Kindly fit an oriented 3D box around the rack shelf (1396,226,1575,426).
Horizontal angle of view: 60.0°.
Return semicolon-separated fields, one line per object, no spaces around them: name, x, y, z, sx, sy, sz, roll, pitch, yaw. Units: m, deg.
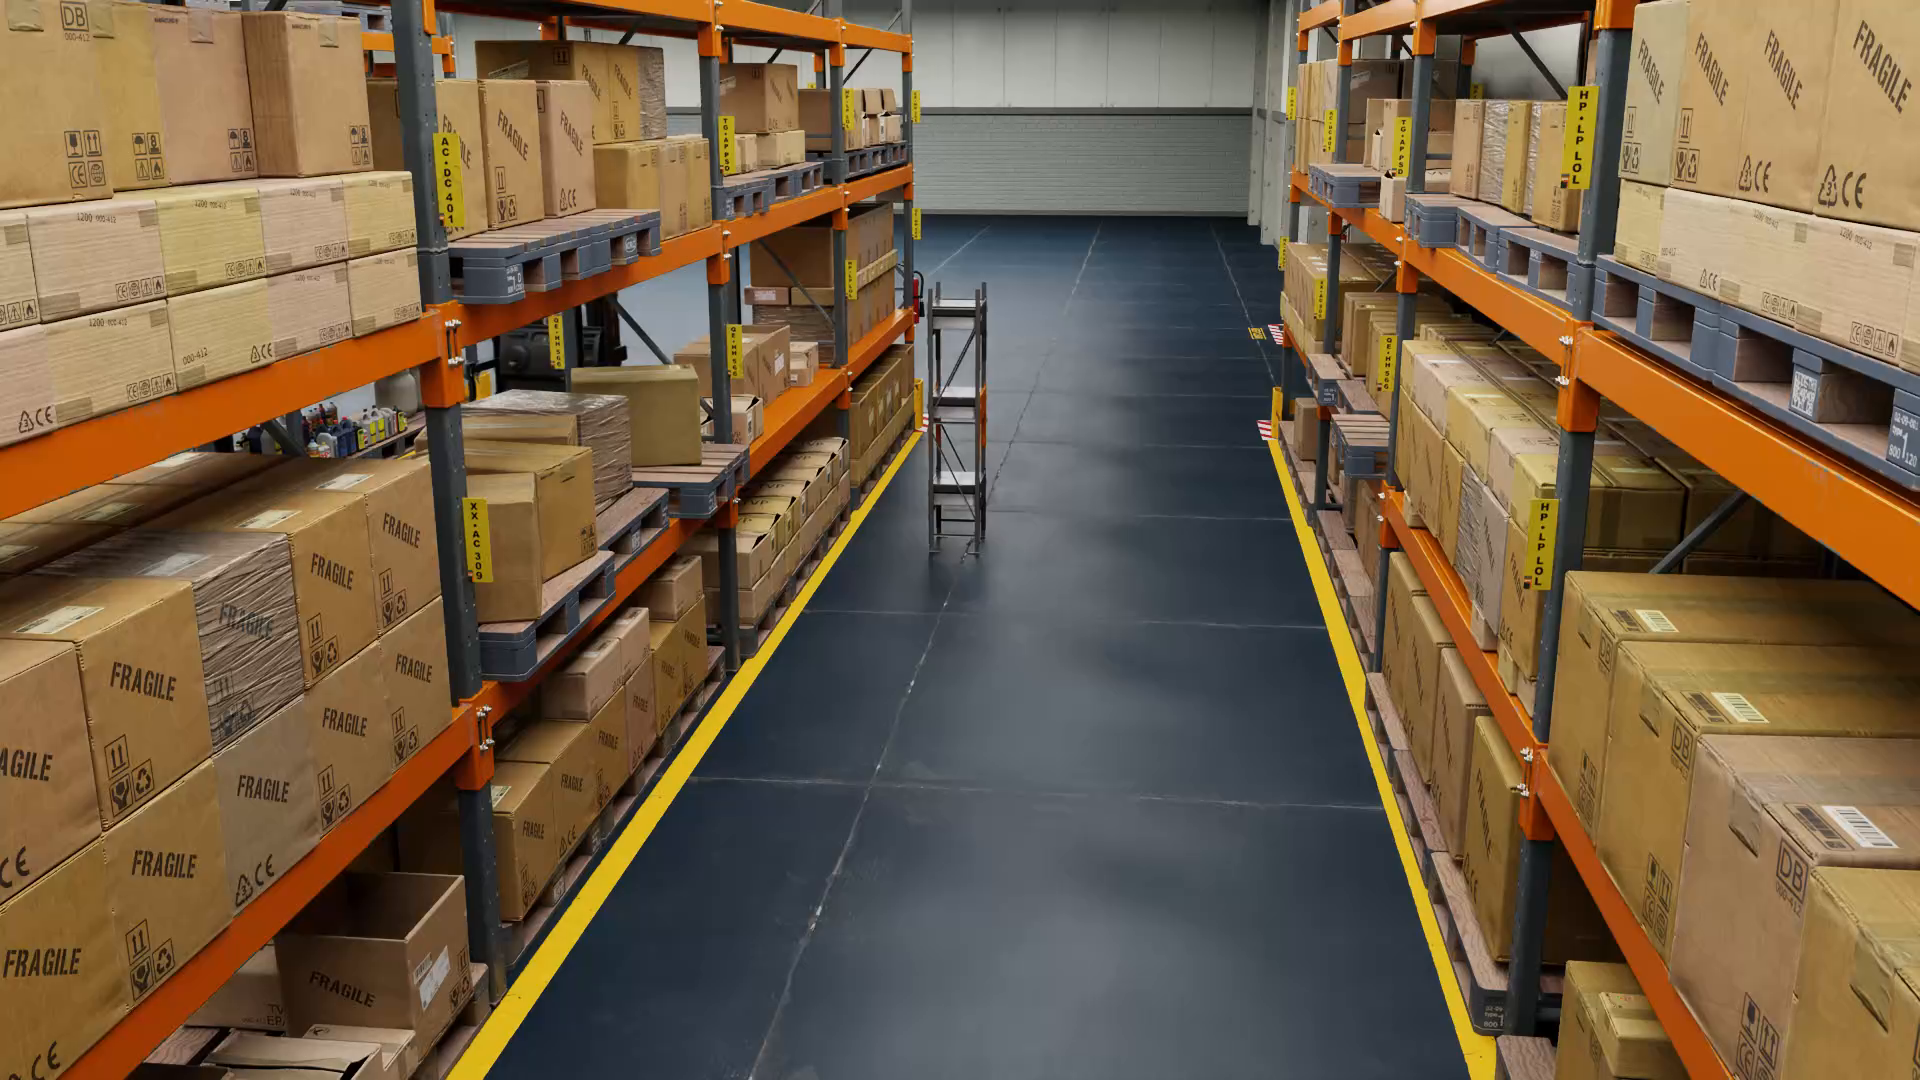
rack shelf;2.791;-1.069;7.500;1.077;0.370;4.000;2;15;6

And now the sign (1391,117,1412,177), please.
sign;2.478;-2.201;9.318;0.100;0.325;0.005;2;15;6

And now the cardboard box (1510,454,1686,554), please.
cardboard box;2.364;-0.142;6.203;0.500;0.250;0.500;2;15;8

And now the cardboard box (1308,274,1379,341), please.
cardboard box;3.214;-1.955;13.959;0.500;0.500;0.500;2;15;6

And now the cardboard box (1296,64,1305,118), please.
cardboard box;3.528;-4.329;16.033;0.500;0.500;0.500;2;15;6

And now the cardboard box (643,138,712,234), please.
cardboard box;-1.921;-2.014;9.426;0.910;0.500;0.500;2;15;6

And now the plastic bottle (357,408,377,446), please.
plastic bottle;-5.803;-1.106;16.238;0.144;0.351;0.185;2;15;6

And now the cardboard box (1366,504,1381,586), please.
cardboard box;3.248;0.059;11.643;0.700;0.500;0.500;2;15;6

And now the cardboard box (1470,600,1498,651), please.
cardboard box;2.373;0.364;7.013;0.380;0.149;0.250;2;15;6

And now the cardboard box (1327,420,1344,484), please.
cardboard box;3.546;-0.800;14.822;0.500;0.500;0.500;1;15;2

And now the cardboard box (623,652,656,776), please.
cardboard box;-1.889;0.882;8.598;0.500;0.500;0.500;1;15;4

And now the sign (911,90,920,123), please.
sign;-0.465;-4.524;17.357;0.100;0.325;0.005;2;15;6

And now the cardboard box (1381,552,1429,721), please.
cardboard box;2.804;0.535;9.251;0.750;0.750;0.750;1;15;6

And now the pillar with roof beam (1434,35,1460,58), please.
pillar with roof beam;0.423;-5.378;16.310;9.100;9.000;0.400;2;15;6

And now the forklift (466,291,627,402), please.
forklift;-3.560;-1.621;14.042;1.130;2.935;3.031;4;16;14

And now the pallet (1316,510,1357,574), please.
pallet;3.382;0.024;13.170;1.003;0.211;1.213;2;15;6

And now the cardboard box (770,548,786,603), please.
cardboard box;-1.499;0.235;11.509;0.500;0.250;0.500;1;15;5

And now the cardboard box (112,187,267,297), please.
cardboard box;-2.260;-0.818;4.524;0.500;0.250;0.500;2;15;6

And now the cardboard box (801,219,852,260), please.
cardboard box;-1.354;-2.590;14.818;0.700;0.500;0.500;2;15;6

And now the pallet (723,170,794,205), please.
pallet;-1.794;-2.458;11.619;1.003;0.211;1.213;2;15;9

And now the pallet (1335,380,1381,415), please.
pallet;3.200;-0.909;11.645;1.003;0.211;1.213;2;15;6

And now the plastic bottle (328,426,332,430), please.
plastic bottle;-5.976;-0.950;15.812;0.097;0.271;0.097;0;15;0

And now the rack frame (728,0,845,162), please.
rack frame;-1.454;-4.565;13.306;1.000;3.000;0.127;2;15;6

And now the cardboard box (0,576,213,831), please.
cardboard box;-2.327;0.408;4.301;0.500;0.500;0.500;2;15;6

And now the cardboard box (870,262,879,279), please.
cardboard box;-1.001;-2.628;16.199;0.380;0.149;0.250;2;15;8

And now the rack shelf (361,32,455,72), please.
rack shelf;-6.150;-4.691;15.914;1.077;0.370;4.000;2;15;6

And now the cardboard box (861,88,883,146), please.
cardboard box;-1.143;-3.861;15.177;0.797;0.503;0.637;3;16;12

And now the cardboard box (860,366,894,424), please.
cardboard box;-0.924;-1.407;16.145;0.500;0.500;0.500;2;15;6

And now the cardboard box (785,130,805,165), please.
cardboard box;-1.533;-3.088;13.072;0.500;0.250;0.500;3;15;12

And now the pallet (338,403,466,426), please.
pallet;-5.983;-1.276;17.976;1.003;0.211;1.213;2;15;6

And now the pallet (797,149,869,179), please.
pallet;-1.384;-3.297;14.530;1.003;0.211;1.213;2;15;6

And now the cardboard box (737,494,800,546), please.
cardboard box;-1.444;-0.174;11.947;0.500;0.311;0.500;1;15;5

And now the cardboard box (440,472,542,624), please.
cardboard box;-2.081;0.038;6.778;0.700;0.500;0.500;-3;16;-13

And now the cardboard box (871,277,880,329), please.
cardboard box;-1.184;-2.369;16.486;0.700;0.500;0.500;2;15;7

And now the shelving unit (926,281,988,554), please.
shelving unit;-0.019;-0.971;13.229;0.431;2.100;0.503;2;15;6

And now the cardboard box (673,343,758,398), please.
cardboard box;-1.732;-1.116;11.851;0.500;0.500;0.500;1;15;3

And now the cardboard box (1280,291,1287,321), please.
cardboard box;3.549;-2.382;16.973;0.500;0.250;0.500;1;15;5

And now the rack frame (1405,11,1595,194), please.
rack frame;3.017;-3.383;8.933;1.000;3.000;0.127;2;15;6

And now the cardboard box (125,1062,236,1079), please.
cardboard box;-2.564;1.886;4.882;0.797;0.503;0.637;2;15;6

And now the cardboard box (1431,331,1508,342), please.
cardboard box;3.026;-1.151;9.895;0.380;0.149;0.250;0;15;-1

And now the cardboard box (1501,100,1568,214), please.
cardboard box;2.936;-1.786;7.740;0.700;0.500;0.500;2;15;9

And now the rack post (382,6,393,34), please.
rack post;-6.136;-5.316;17.040;0.937;0.300;0.954;3;15;12

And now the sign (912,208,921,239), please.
sign;-0.465;-3.360;17.671;0.100;0.325;0.005;2;15;6

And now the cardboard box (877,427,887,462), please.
cardboard box;-0.977;-0.915;15.763;0.500;0.250;0.500;2;15;6

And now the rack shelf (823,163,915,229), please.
rack shelf;-1.228;-3.289;15.710;1.077;0.370;4.000;2;15;6

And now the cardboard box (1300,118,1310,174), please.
cardboard box;3.483;-3.715;15.679;0.500;0.500;0.500;2;15;9

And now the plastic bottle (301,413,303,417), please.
plastic bottle;-6.511;-1.121;16.443;0.097;0.271;0.097;0;15;0

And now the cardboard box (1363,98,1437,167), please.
cardboard box;3.327;-3.084;12.578;0.500;0.500;0.500;4;16;14

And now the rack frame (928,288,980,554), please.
rack frame;-0.046;-0.907;12.995;0.400;2.100;0.015;2;15;6

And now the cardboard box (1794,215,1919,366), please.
cardboard box;2.045;-0.507;3.334;0.500;0.250;0.500;1;15;5

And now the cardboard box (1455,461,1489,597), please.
cardboard box;2.480;-0.041;7.267;0.500;0.500;0.500;2;15;6

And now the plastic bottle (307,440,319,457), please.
plastic bottle;-5.904;-0.781;15.189;0.097;0.271;0.097;0;15;0

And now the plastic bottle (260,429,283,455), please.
plastic bottle;-6.446;-0.921;15.554;0.144;0.351;0.185;2;15;6

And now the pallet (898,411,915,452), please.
pallet;-1.047;-1.161;17.552;1.003;0.211;1.213;2;15;6
